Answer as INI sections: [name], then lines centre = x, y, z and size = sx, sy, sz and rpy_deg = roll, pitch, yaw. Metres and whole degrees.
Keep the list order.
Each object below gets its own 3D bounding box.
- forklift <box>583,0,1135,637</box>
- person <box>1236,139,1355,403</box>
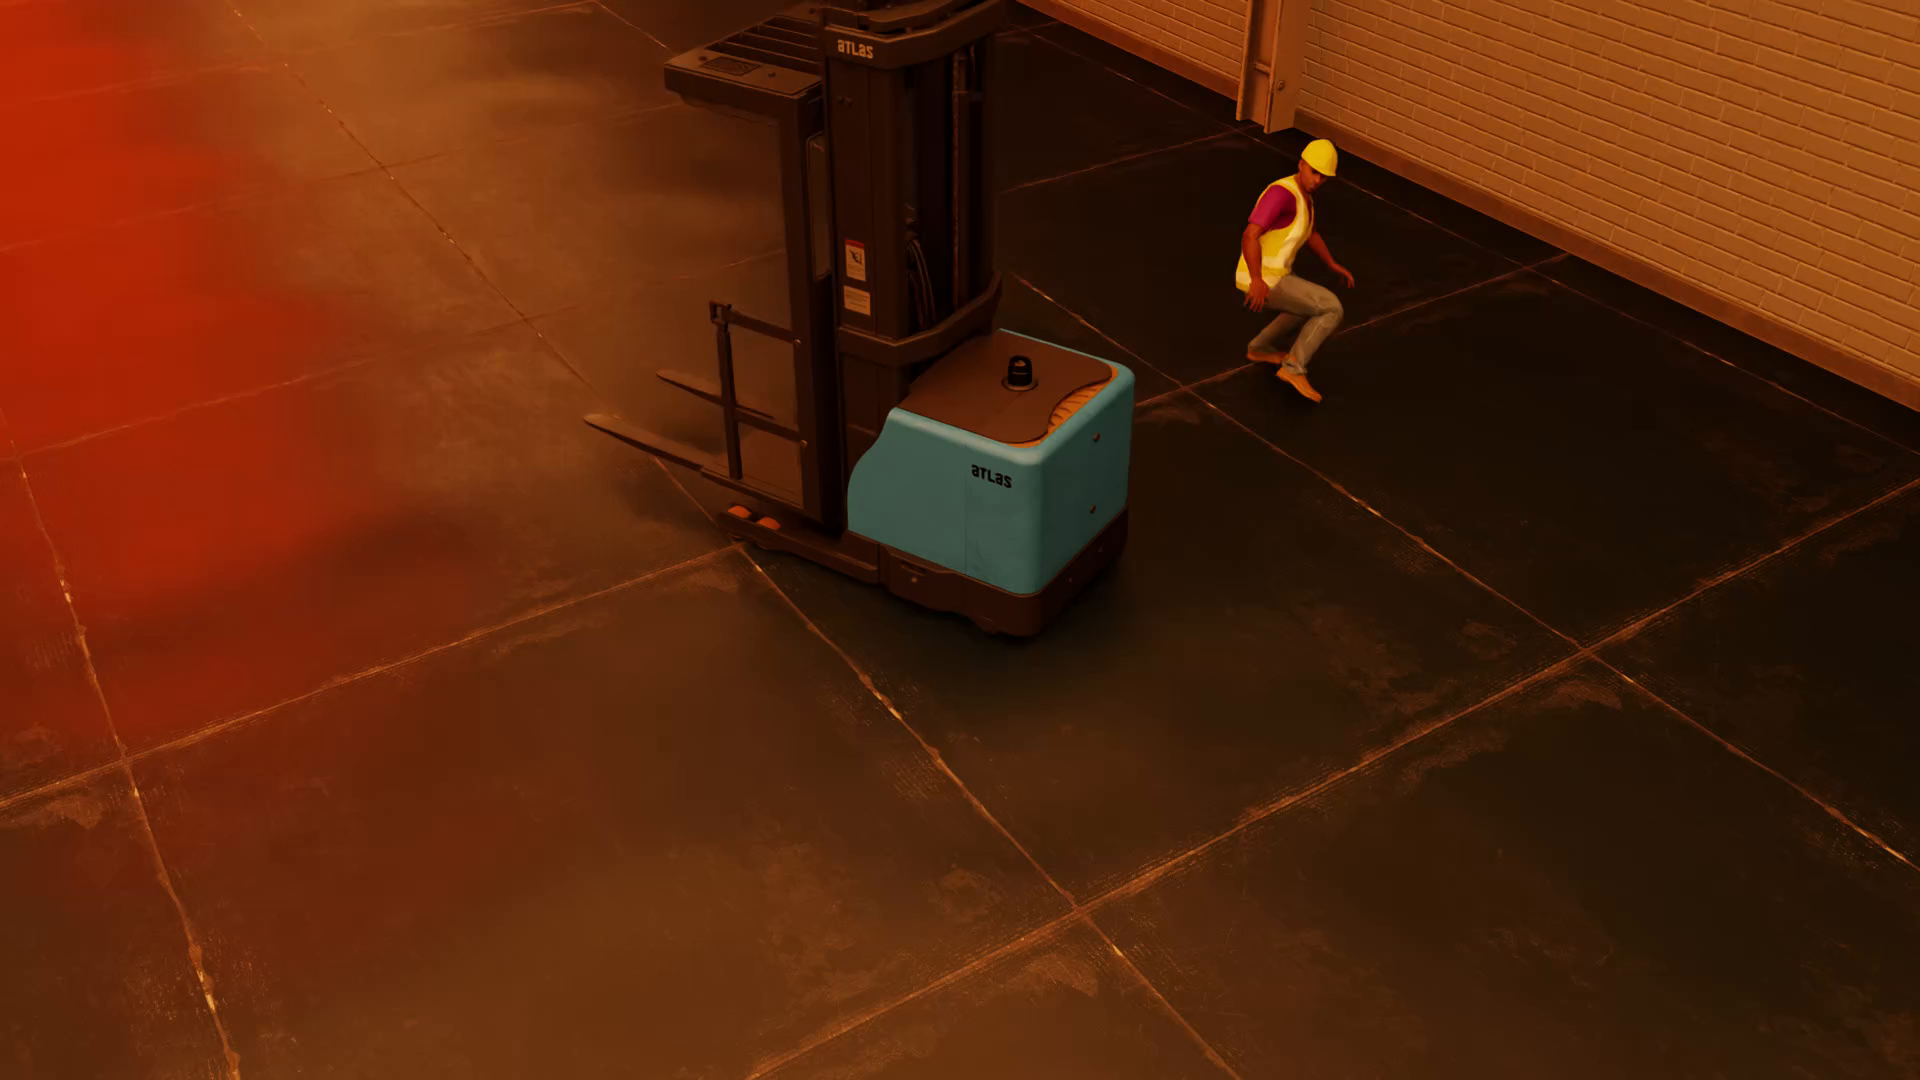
[forklift]
centre = -0.657, -1.382, 8.115
size = 3.031, 2.935, 1.130
rpy_deg = 20, 40, 26
[person]
centre = 1.949, -1.541, 9.617
size = 0.693, 1.521, 0.841
rpy_deg = 8, 36, 11
